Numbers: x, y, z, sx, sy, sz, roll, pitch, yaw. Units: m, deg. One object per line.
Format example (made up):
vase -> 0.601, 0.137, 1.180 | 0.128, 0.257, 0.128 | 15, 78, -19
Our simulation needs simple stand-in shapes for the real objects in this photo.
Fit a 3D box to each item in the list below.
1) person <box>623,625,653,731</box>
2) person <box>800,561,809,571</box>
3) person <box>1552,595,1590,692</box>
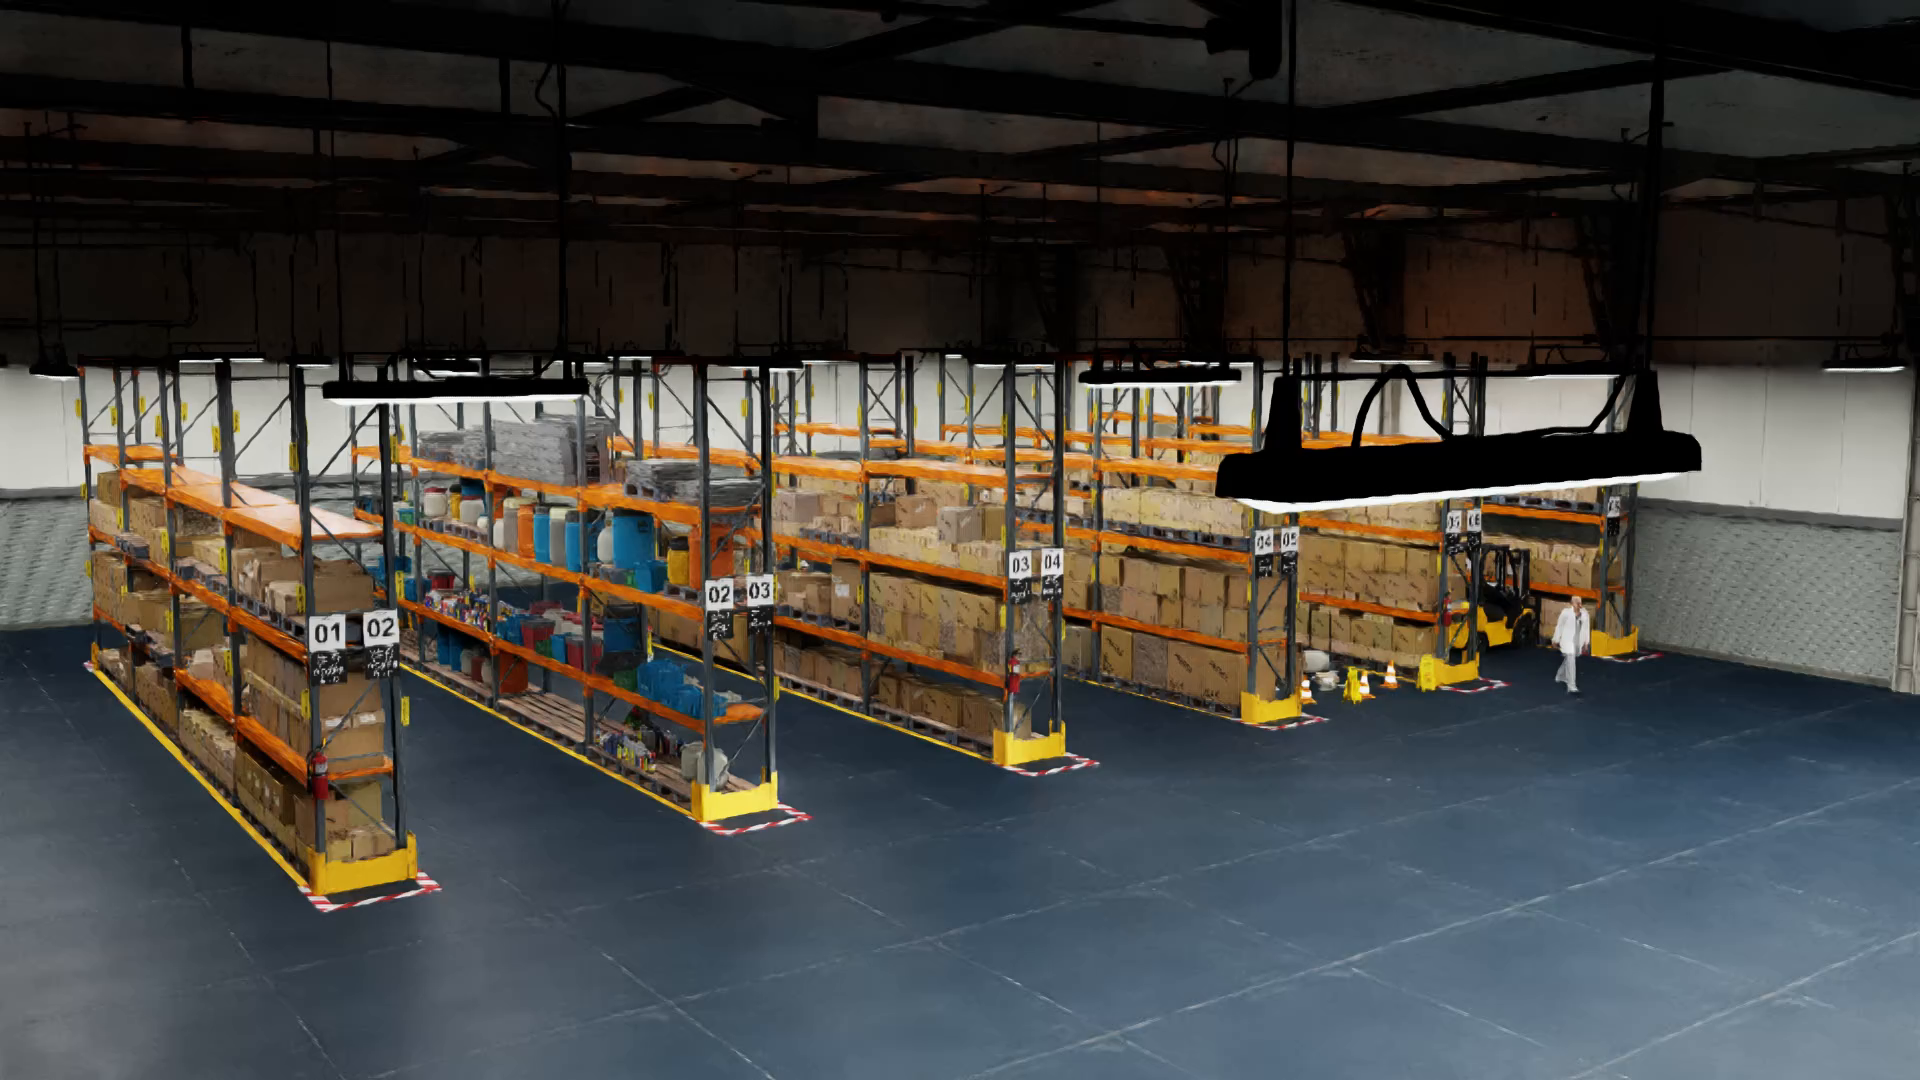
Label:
person -> -5.154, 2.203, 26.714 | 0.473, 1.785, 0.633 | 1, 7, 6
person -> -3.241, 1.280, 34.600 | 0.577, 1.733, 1.041 | -5, 9, -36
person -> 11.057, 1.841, 30.058 | 0.618, 1.728, 1.045 | -2, 7, -14
